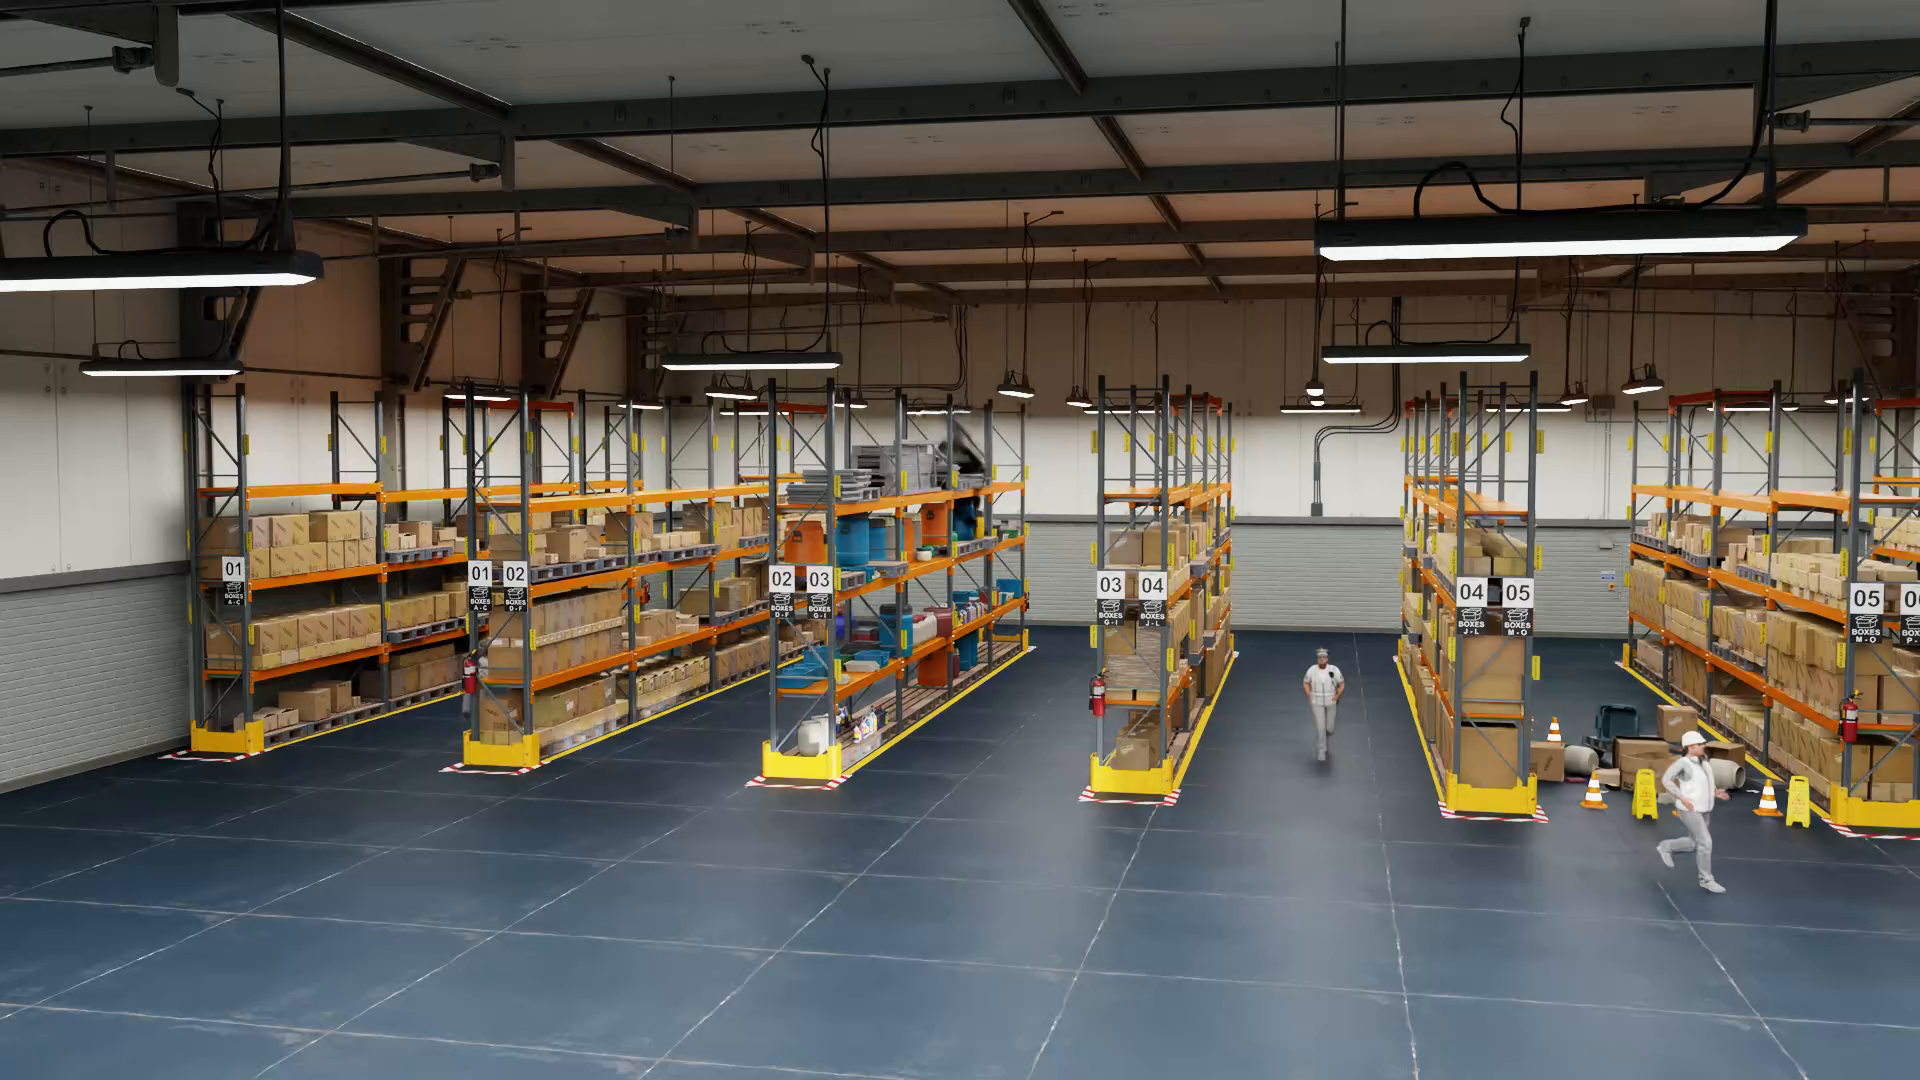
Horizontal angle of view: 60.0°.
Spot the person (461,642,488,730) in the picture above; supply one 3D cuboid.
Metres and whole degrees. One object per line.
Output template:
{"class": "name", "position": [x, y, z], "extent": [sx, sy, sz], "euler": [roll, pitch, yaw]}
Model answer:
{"class": "person", "position": [-8.255, 2.534, 28.234], "extent": [0.560, 1.633, 0.591], "euler": [0, 3, 8]}

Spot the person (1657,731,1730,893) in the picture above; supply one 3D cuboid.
{"class": "person", "position": [8.312, 3.054, 18.874], "extent": [0.662, 1.771, 0.847], "euler": [-2, 4, -36]}

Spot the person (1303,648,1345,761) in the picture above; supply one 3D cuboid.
{"class": "person", "position": [5.834, 2.611, 26.667], "extent": [0.657, 1.775, 0.698], "euler": [1, 3, 11]}

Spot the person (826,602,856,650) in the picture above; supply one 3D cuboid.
{"class": "person", "position": [-2.351, 2.061, 32.390], "extent": [0.563, 1.679, 0.572], "euler": [1, 3, 11]}
